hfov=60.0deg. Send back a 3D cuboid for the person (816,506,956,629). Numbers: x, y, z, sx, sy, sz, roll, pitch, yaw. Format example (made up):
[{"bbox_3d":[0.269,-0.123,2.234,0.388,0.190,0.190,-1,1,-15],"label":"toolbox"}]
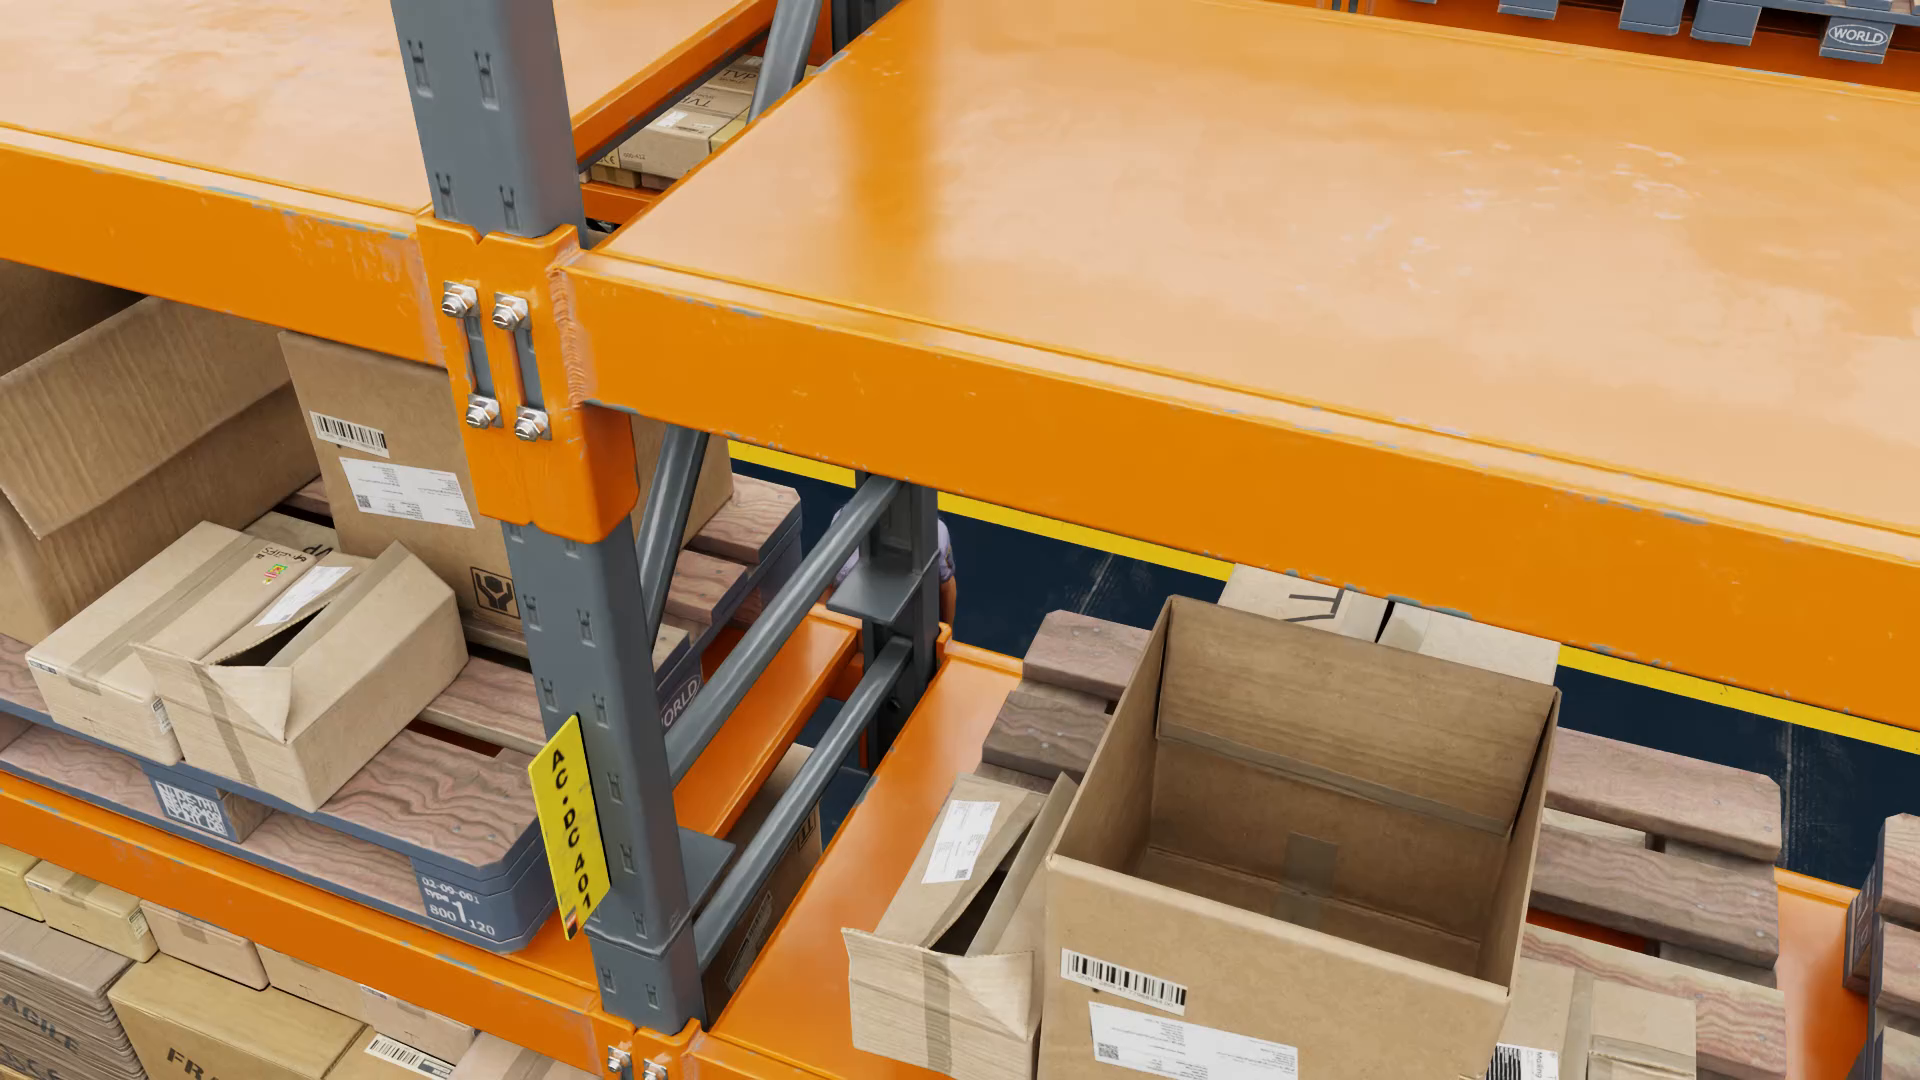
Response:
[{"bbox_3d":[-0.300,0.410,6.139,0.484,1.592,0.903,12,39,15],"label":"person"}]
